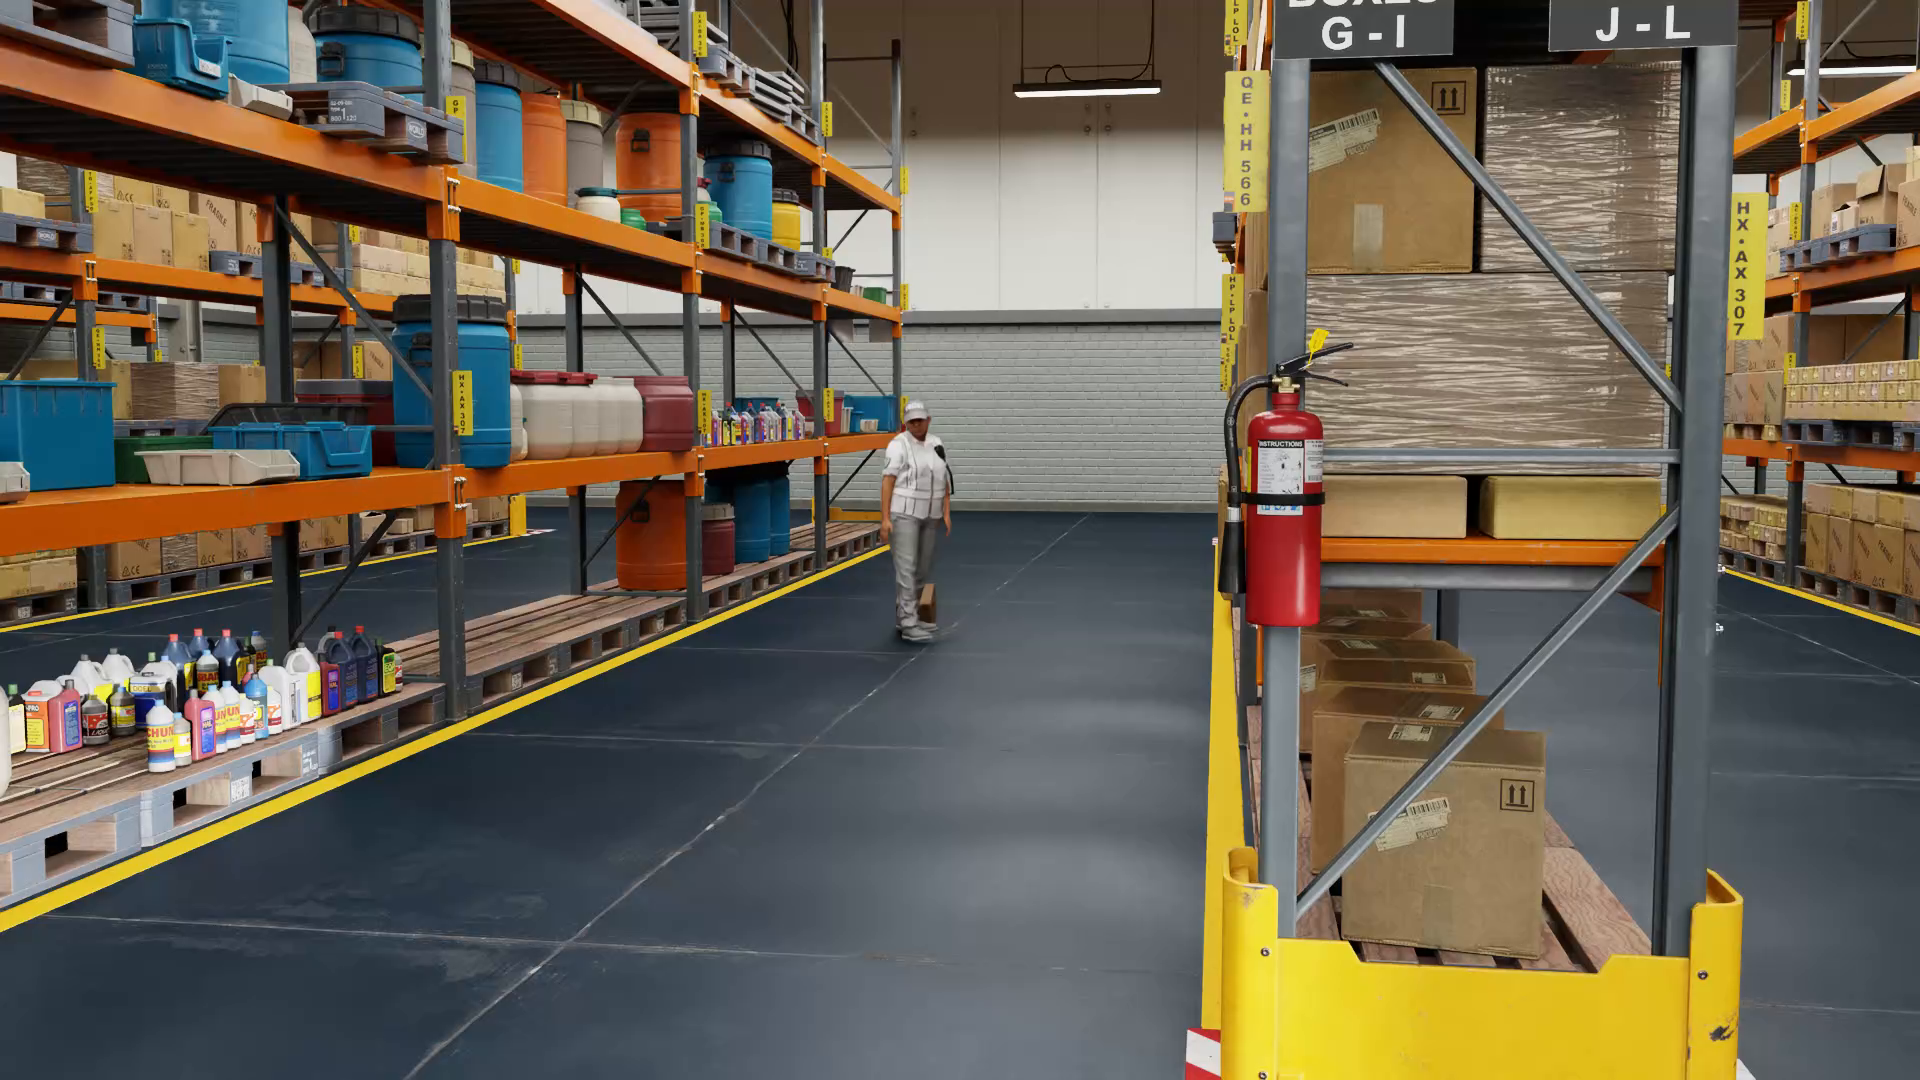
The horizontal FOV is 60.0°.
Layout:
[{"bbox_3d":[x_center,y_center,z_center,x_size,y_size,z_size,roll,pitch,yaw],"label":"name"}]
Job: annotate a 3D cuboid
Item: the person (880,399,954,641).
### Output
[{"bbox_3d":[-0.297,-0.149,11.524,0.562,1.646,0.628,-4,6,-42],"label":"person"}]
